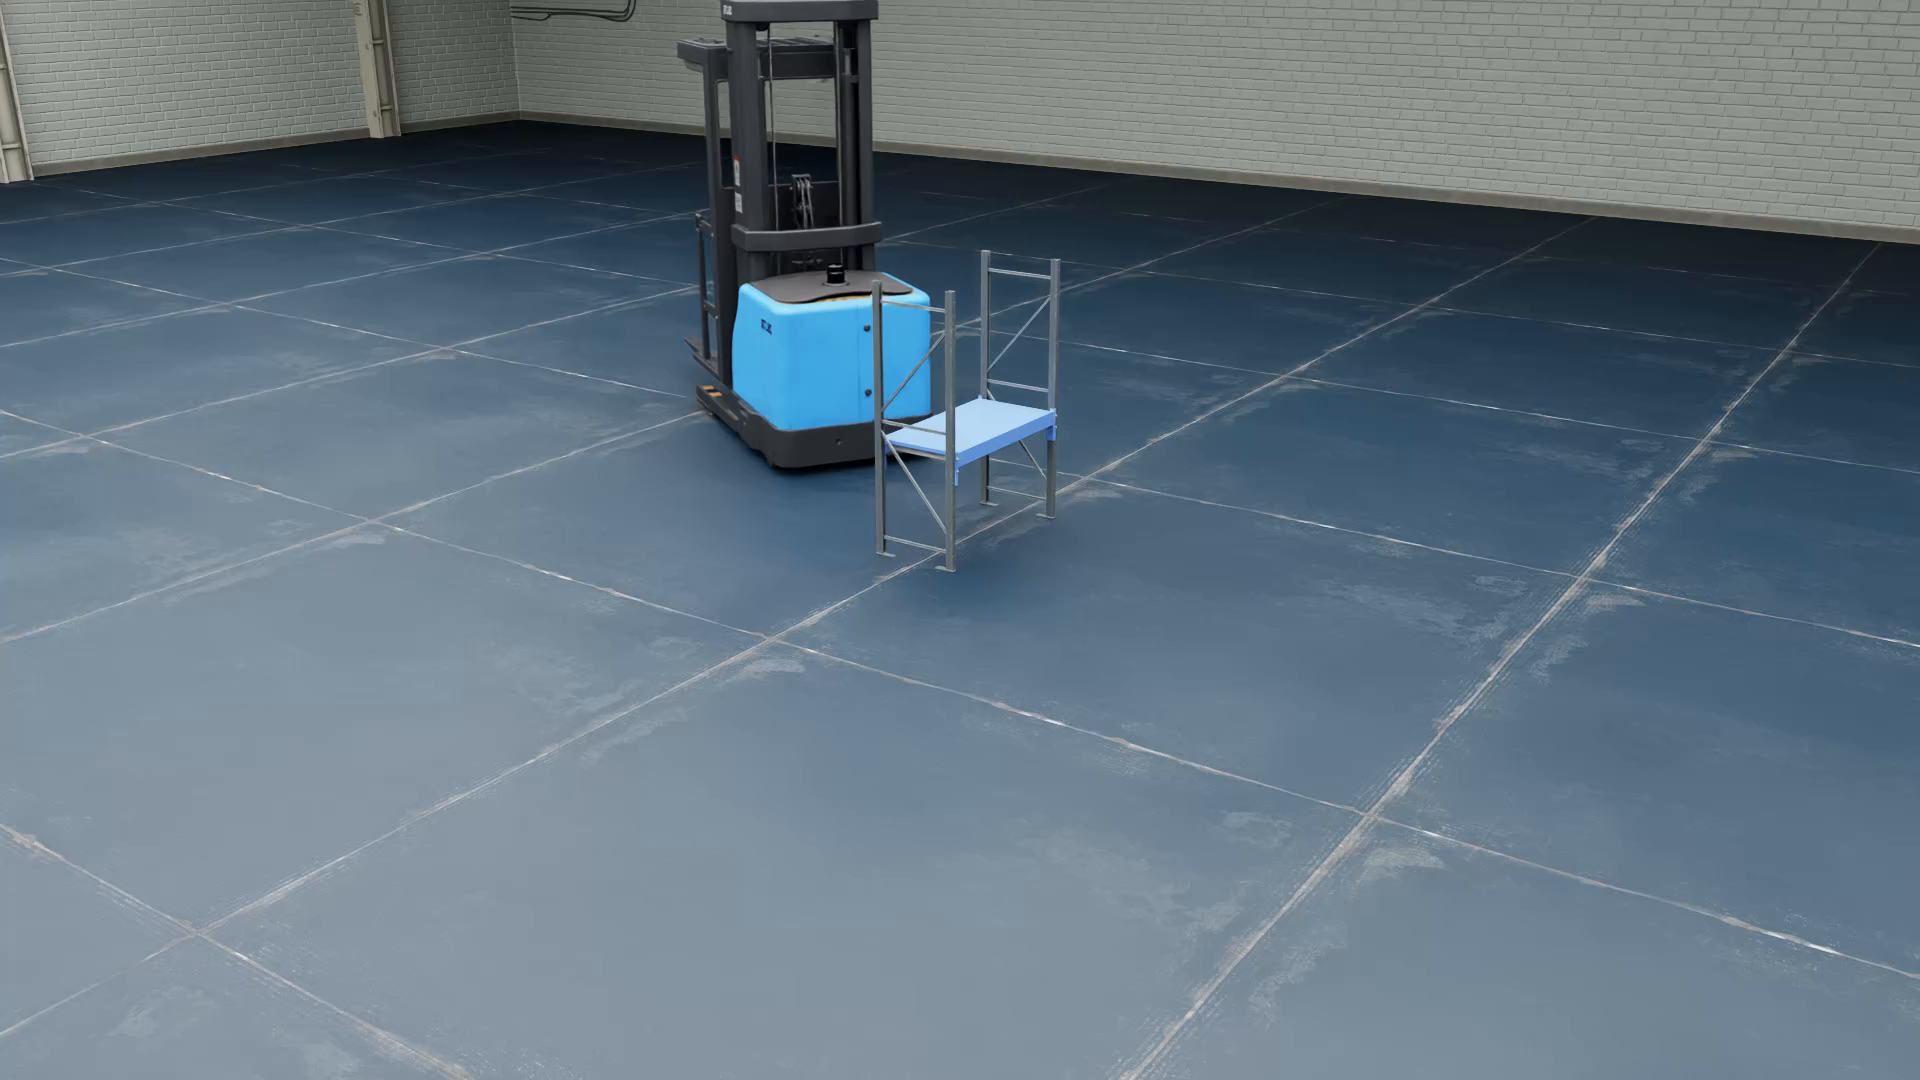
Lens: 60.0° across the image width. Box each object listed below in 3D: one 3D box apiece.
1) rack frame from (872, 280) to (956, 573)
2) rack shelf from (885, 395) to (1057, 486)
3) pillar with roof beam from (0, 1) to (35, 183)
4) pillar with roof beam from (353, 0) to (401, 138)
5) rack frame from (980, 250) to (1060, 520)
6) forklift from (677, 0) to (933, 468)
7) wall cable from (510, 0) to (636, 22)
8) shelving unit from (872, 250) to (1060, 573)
[{"bbox_3d":[-0.238,-0.582,8.677,0.500,1.500,0.032,13,24,32],"label":"rack frame"},{"bbox_3d":[0.048,-0.559,9.133,0.538,0.185,1.000,13,24,32],"label":"rack shelf"},{"bbox_3d":[-9.124,-8.200,18.463,9.100,9.000,0.400,13,24,32],"label":"pillar with roof beam"},{"bbox_3d":[-5.751,-9.922,23.117,9.100,9.000,0.400,13,24,32],"label":"pillar with roof beam"},{"bbox_3d":[0.334,-0.874,9.465,0.500,1.500,0.032,13,24,32],"label":"rack frame"},{"bbox_3d":[-1.217,-2.293,11.240,1.130,2.935,3.031,-8,22,-22],"label":"forklift"},{"bbox_3d":[-6.562,-9.892,27.513,3.097,2.526,0.112,13,24,32],"label":"wall cable"},{"bbox_3d":[0.048,-0.728,9.071,0.538,1.500,1.048,13,24,32],"label":"shelving unit"}]
